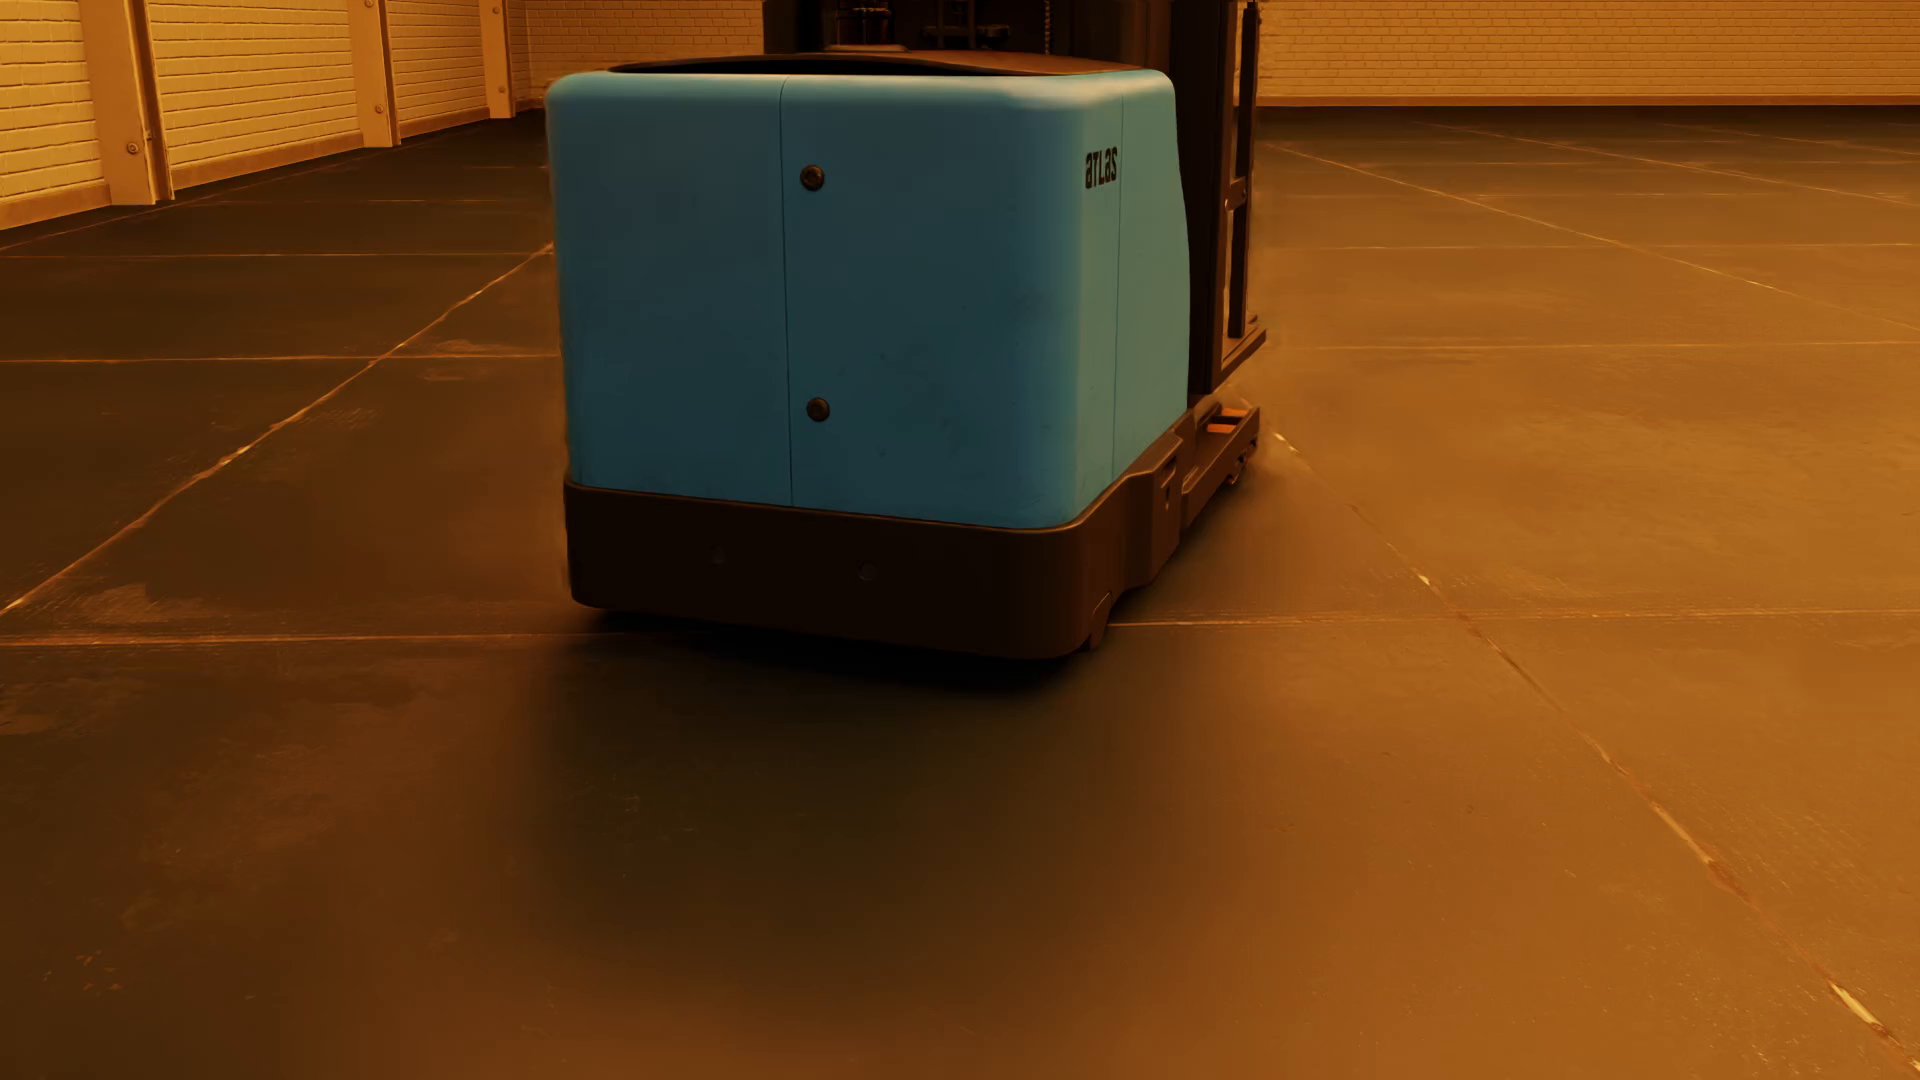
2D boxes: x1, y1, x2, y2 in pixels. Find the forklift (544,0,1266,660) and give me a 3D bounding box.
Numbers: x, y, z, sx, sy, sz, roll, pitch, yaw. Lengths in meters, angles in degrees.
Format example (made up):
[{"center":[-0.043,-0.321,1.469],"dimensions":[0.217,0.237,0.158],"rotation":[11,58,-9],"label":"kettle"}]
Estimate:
[{"center":[0.189,-1.578,4.065],"dimensions":[1.130,2.935,3.031],"rotation":[6,18,18],"label":"forklift"}]
